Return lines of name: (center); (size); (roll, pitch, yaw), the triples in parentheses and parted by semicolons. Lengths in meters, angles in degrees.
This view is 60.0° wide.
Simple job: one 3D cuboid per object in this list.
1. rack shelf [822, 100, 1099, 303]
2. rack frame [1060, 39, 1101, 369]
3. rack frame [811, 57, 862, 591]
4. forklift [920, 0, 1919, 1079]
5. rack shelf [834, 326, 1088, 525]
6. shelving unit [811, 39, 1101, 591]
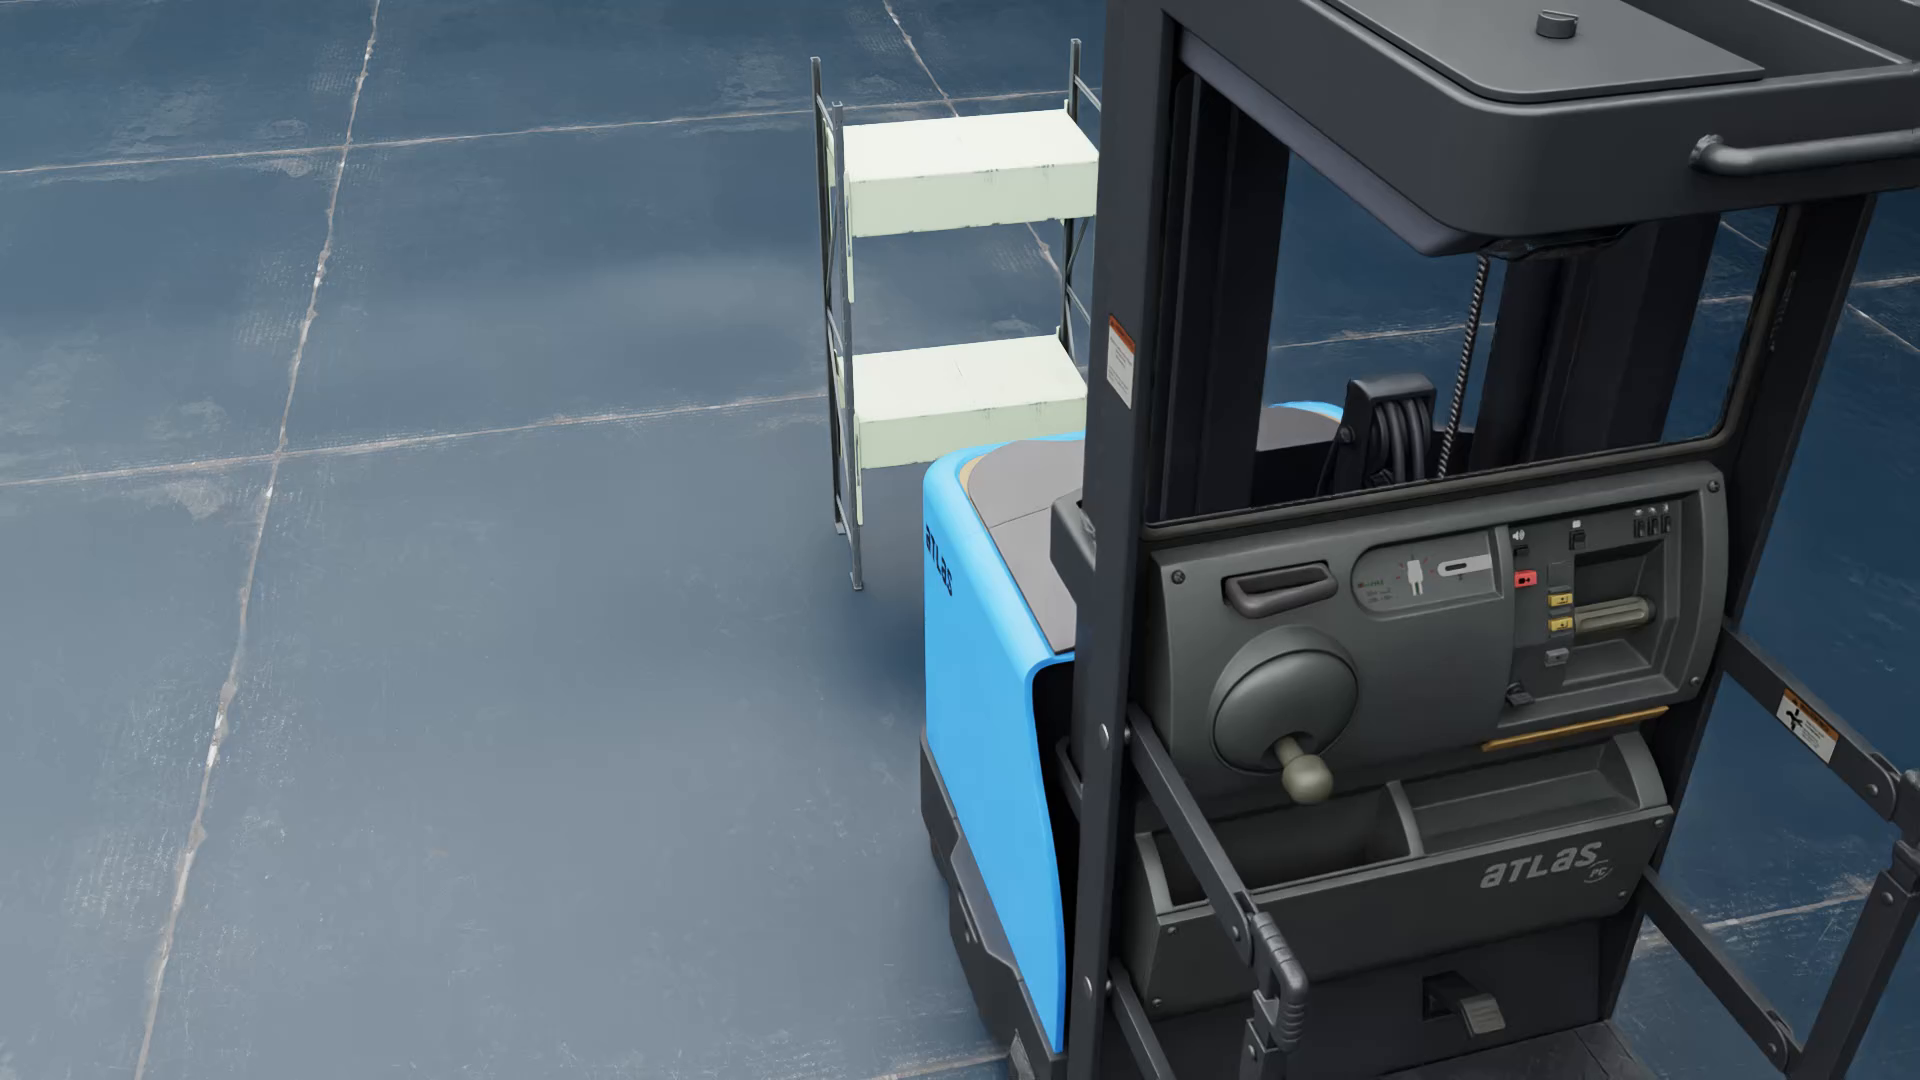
rack shelf: (0.007, -0.948, 4.616); (0.720, 0.370, 0.431); (-7, 35, -11)
rack frame: (0.363, -0.669, 4.900); (0.023, 1.500, 0.400); (-7, 35, -11)
rack frame: (-0.350, -0.579, 4.766); (0.023, 1.500, 0.400); (-7, 35, -11)
forklift: (0.799, 0.199, 2.323); (1.130, 2.935, 3.031); (-9, 35, -13)
rack shelf: (0.007, -0.353, 5.015); (0.720, 0.370, 0.431); (-7, 35, -11)
shelving unit: (0.007, -0.624, 4.833); (0.755, 1.500, 0.431); (-7, 35, -11)
